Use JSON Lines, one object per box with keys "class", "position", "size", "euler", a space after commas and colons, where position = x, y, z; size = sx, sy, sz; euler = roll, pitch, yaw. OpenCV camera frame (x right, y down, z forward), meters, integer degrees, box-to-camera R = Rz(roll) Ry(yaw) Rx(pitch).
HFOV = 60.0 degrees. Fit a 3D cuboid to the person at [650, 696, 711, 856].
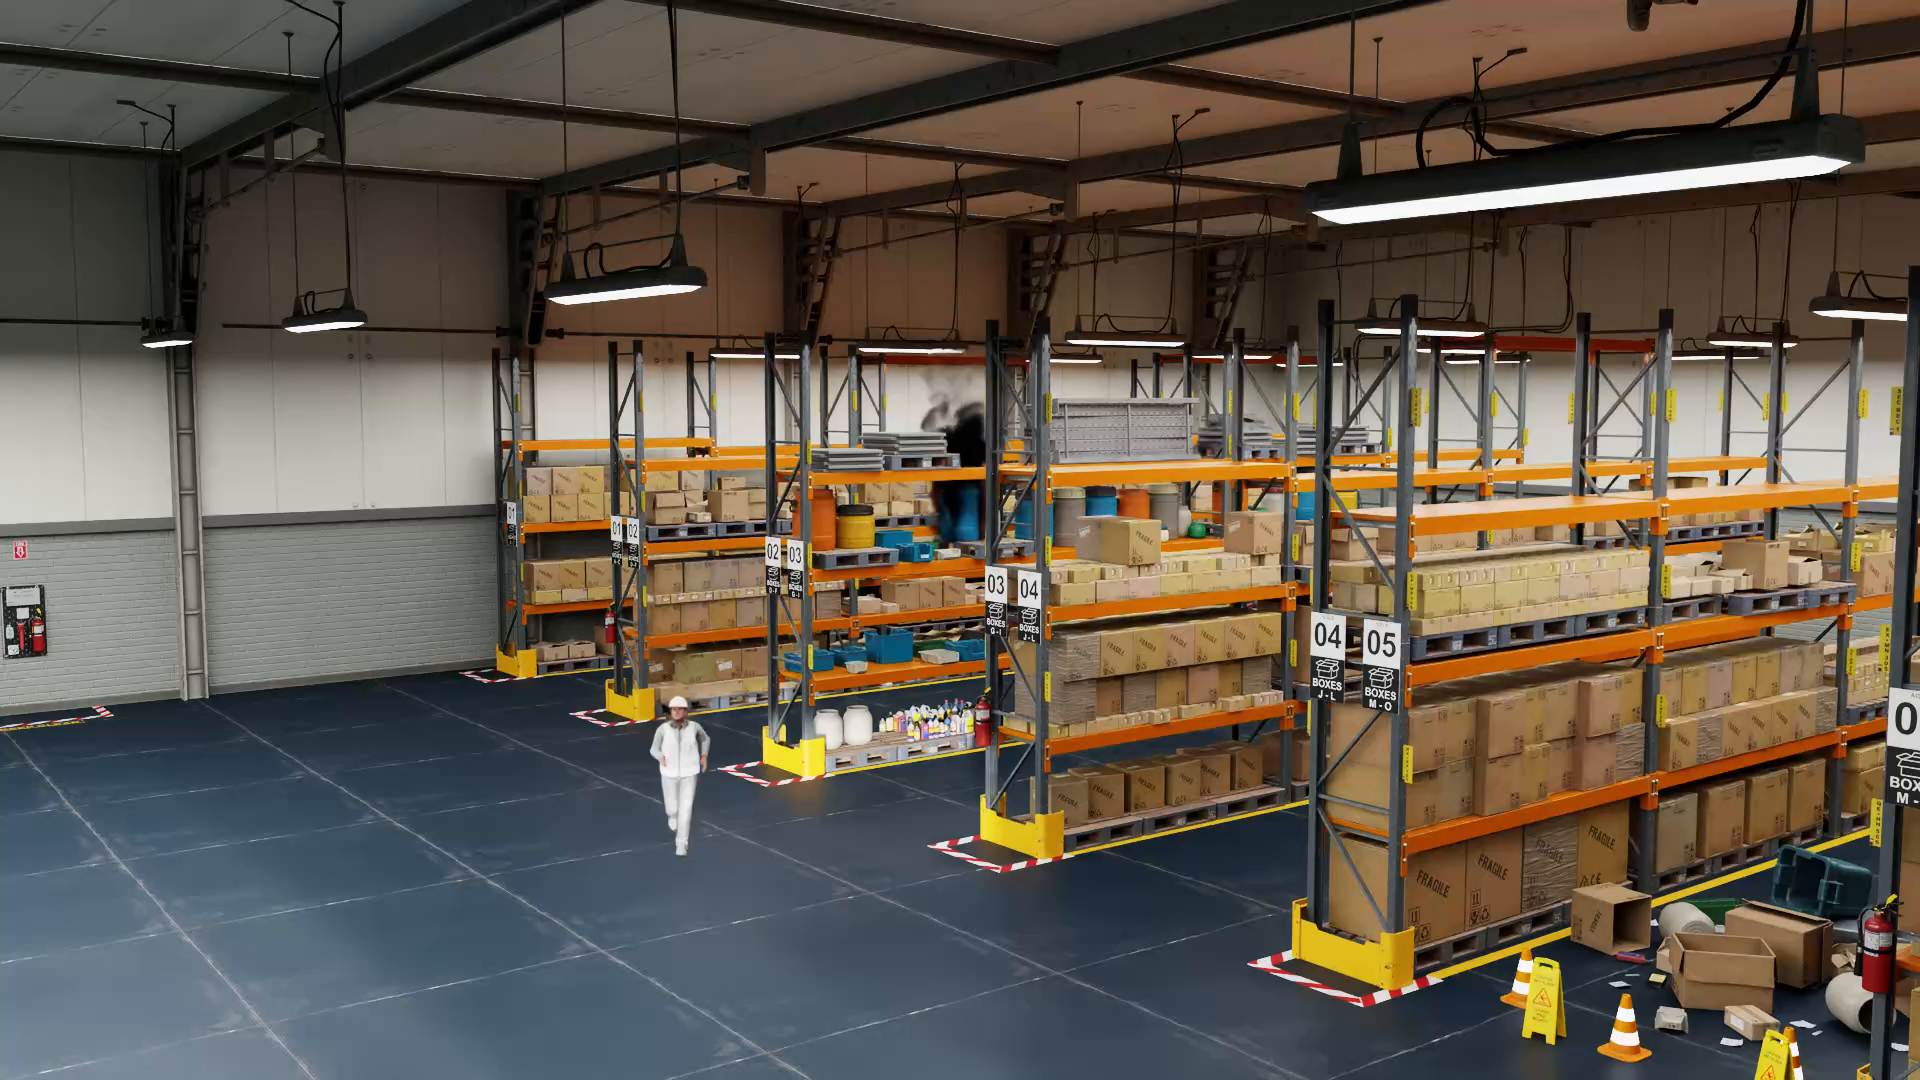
{"class": "person", "position": [-3.163, 2.615, 18.831], "size": [0.677, 1.689, 0.984], "euler": [-1, 5, -7]}
